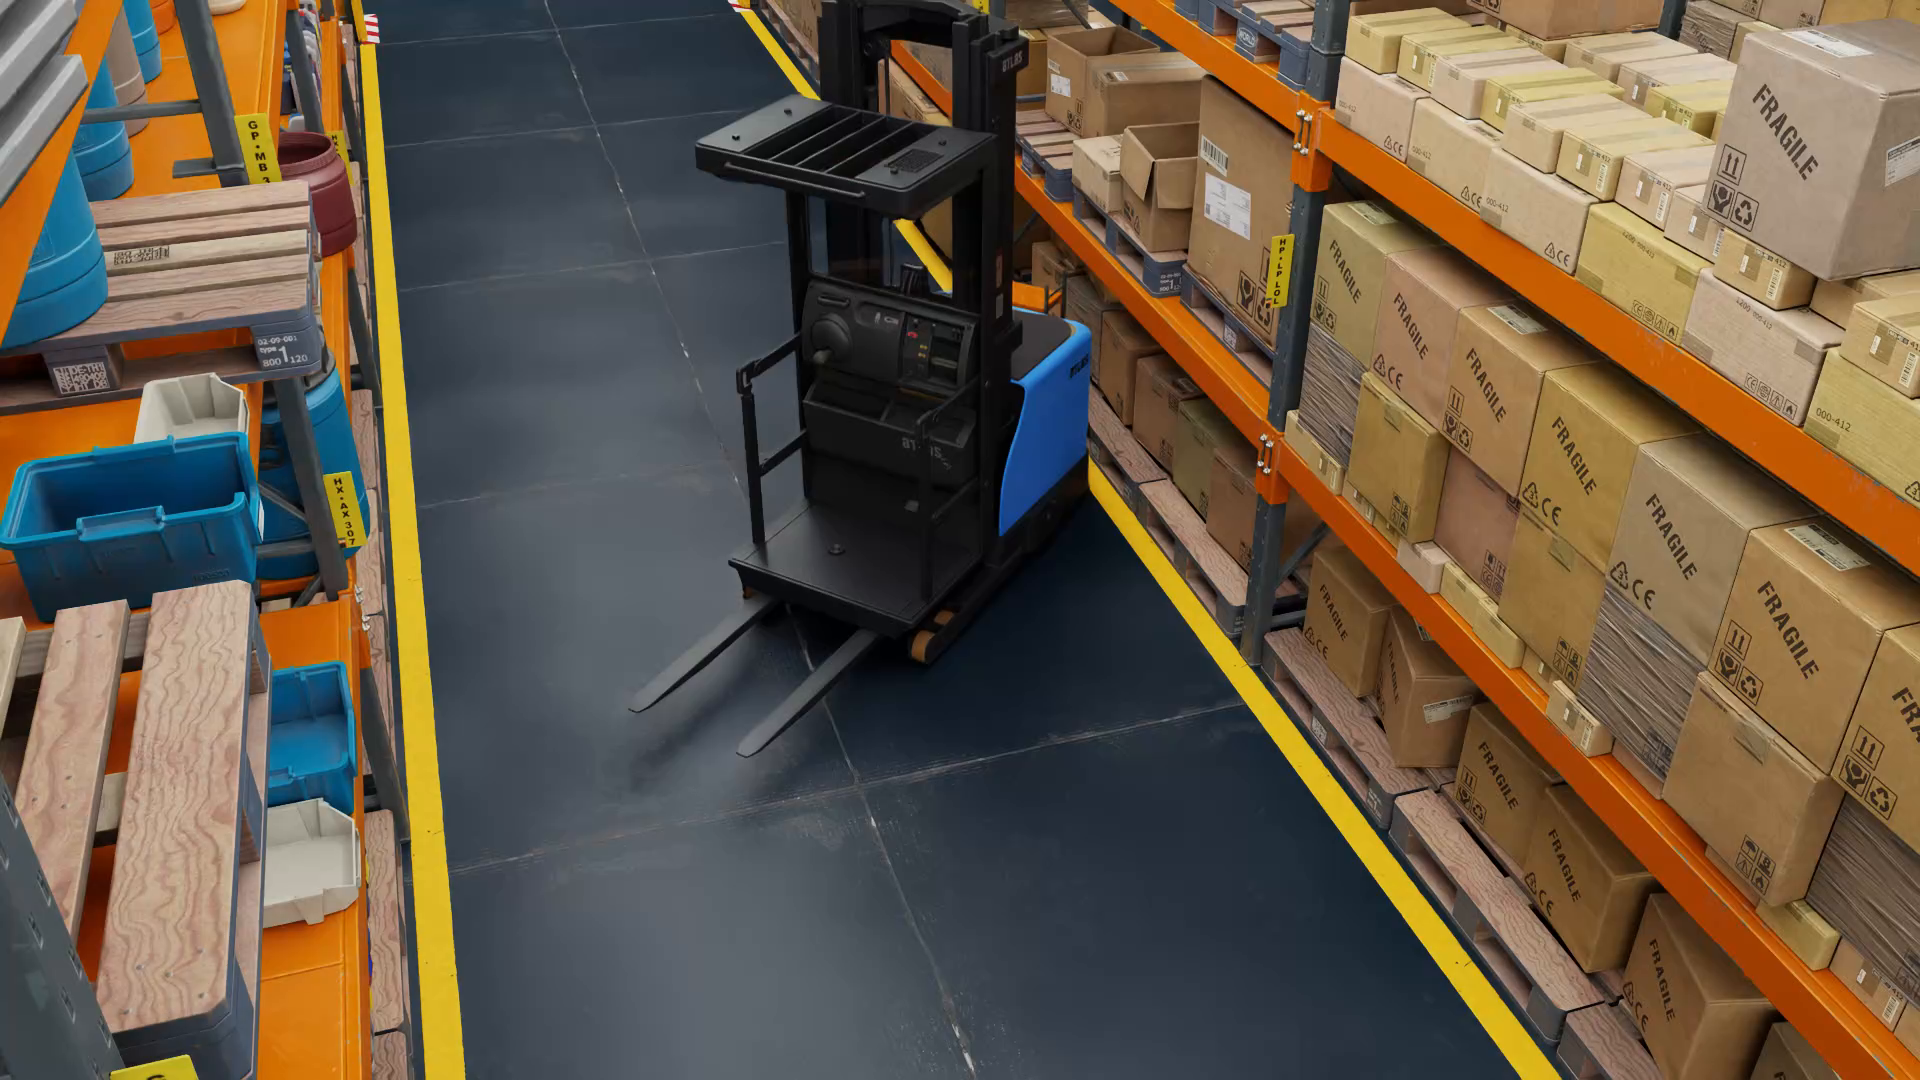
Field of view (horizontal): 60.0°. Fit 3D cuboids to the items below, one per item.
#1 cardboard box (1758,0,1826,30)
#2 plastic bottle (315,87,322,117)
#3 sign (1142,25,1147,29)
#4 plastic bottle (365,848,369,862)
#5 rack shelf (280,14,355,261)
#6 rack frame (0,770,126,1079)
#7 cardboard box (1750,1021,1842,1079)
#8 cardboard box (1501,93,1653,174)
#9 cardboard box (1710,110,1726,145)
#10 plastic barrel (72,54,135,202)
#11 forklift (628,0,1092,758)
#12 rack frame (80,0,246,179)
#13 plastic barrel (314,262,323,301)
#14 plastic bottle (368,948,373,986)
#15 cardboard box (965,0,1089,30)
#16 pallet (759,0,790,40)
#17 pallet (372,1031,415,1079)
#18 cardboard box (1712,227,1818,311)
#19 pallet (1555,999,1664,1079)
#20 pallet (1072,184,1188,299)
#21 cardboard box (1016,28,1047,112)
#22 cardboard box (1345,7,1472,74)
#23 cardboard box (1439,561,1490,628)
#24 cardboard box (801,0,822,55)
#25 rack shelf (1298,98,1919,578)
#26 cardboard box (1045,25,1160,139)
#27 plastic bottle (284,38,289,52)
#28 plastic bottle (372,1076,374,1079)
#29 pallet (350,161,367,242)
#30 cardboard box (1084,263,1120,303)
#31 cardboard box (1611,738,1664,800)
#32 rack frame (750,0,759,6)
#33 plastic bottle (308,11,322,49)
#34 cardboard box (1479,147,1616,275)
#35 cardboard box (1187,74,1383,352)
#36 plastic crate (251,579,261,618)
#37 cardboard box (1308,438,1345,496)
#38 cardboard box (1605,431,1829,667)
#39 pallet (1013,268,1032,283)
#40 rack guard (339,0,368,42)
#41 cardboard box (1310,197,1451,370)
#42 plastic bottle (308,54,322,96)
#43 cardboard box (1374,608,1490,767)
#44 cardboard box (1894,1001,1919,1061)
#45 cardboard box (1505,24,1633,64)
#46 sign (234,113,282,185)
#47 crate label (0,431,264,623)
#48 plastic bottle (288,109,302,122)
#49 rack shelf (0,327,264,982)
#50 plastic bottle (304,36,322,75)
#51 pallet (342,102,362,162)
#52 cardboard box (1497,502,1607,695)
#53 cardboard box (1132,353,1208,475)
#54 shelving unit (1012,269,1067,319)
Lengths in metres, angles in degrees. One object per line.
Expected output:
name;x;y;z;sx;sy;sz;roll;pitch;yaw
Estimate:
cardboard box;5.691;-3.579;10.768;0.700;0.500;0.500;-10;35;-15
plastic bottle;-4.196;-2.857;10.777;0.061;0.283;0.133;-10;35;-15
sign;1.168;-3.388;10.498;0.100;0.325;0.005;-10;35;-15
plastic bottle;-2.435;1.213;6.652;0.097;0.201;0.097;0;33;0
rack shelf;-4.673;-2.759;11.177;1.077;0.370;4.000;-10;35;-15
rack frame;-1.620;-0.313;1.380;0.949;2.616;0.053;-10;35;-15
cardboard box;2.920;1.895;5.367;0.500;0.500;0.500;-4;34;-6
cardboard box;2.002;-1.324;5.407;0.380;0.149;0.250;-11;35;-16
cardboard box;2.655;-1.284;5.346;0.380;0.149;0.250;-8;34;-12
plastic barrel;-3.205;-1.600;5.595;0.600;0.901;0.708;-10;35;-15
forklift;-0.456;-0.906;7.781;1.130;2.935;3.031;18;37;25
rack frame;-2.843;-2.412;4.557;1.000;3.000;0.127;-10;35;-15
plastic barrel;-3.417;-1.331;8.261;0.421;0.512;0.421;0;33;0
plastic bottle;-2.224;1.509;6.129;0.061;0.283;0.133;-8;34;-12
cardboard box;0.446;-3.689;10.931;0.797;0.503;0.637;-9;34;-13
pallet;-1.468;-5.472;17.160;1.003;0.211;1.213;-10;35;-15
pallet;-2.302;2.256;5.465;1.003;0.211;1.213;-10;35;-15
cardboard box;2.322;-0.775;4.575;0.380;0.149;0.250;-12;35;-17
pallet;2.857;2.049;5.777;1.003;0.211;1.213;-10;35;-15
pallet;1.297;-1.730;9.140;1.003;0.211;1.213;-10;35;-15
cardboard box;0.267;-3.101;10.951;0.500;0.500;0.500;-9;35;-13
cardboard box;1.680;-1.875;6.239;0.380;0.149;0.250;-11;35;-16
cardboard box;2.058;0.178;6.307;0.380;0.149;0.250;-10;35;-15
cardboard box;-0.966;-5.064;15.558;0.875;0.875;0.875;-10;35;-15
rack shelf;2.484;-0.643;5.254;1.077;0.370;4.000;-10;35;-15
cardboard box;0.857;-2.782;10.088;0.500;0.500;0.500;-14;36;-21
plastic bottle;-4.662;-3.345;11.528;0.097;0.271;0.097;0;33;0
plastic bottle;-2.076;1.802;5.697;0.097;0.271;0.097;0;33;0
pallet;-5.087;-2.534;12.713;1.003;0.211;1.213;-10;35;-15
cardboard box;1.058;-1.672;10.067;0.500;0.250;0.500;-6;34;-9
cardboard box;2.414;0.694;5.526;0.380;0.149;0.250;-10;35;-15
rack frame;-1.786;-7.042;17.006;1.000;3.000;0.127;-10;35;-15
plastic bottle;-4.744;-3.713;12.081;0.152;0.276;0.135;-10;35;-15
cardboard box;2.075;-1.112;5.447;0.500;0.250;0.500;-11;35;-17
cardboard box;1.765;-1.608;7.857;1.000;1.000;1.000;-10;35;-14
plastic crate;-2.804;0.413;5.780;0.767;0.338;0.504;-10;35;-15
cardboard box;1.717;-0.340;7.092;0.380;0.149;0.250;-10;35;-15
cardboard box;2.383;0.003;5.076;0.500;0.500;0.500;-10;35;-15
pallet;0.485;-2.105;12.064;1.003;0.211;1.213;-10;35;-15
rack guard;-6.523;-5.177;16.451;1.175;0.500;0.348;-10;35;-15
cardboard box;1.769;-1.046;6.664;0.500;0.500;0.500;-10;35;-15
plastic bottle;-4.364;-3.145;11.214;0.061;0.283;0.133;-10;35;-15
cardboard box;2.140;0.642;7.264;0.500;0.500;0.500;0;33;1
cardboard box;2.811;1.348;4.537;0.380;0.149;0.250;-10;35;-15
cardboard box;2.243;-1.820;6.156;0.380;0.149;0.250;-10;35;-14
sign;-2.316;-1.251;5.513;0.100;0.325;0.005;-10;35;-15
crate label;-1.879;-0.037;3.818;0.502;0.251;0.408;-10;35;-15
plastic bottle;-4.096;-2.535;10.302;0.097;0.271;0.097;0;33;0
rack shelf;-2.233;0.190;3.993;1.077;0.370;4.000;-10;35;-15
plastic bottle;-4.549;-3.378;11.573;0.152;0.276;0.135;-10;35;-15
pallet;-5.544;-3.326;13.911;1.003;0.211;1.213;-10;35;-15
cardboard box;2.433;0.122;5.803;0.875;0.500;0.500;-10;35;-15
cardboard box;1.409;-0.756;9.361;0.700;0.500;0.500;-13;36;-19
shelving unit;0.311;-0.995;9.487;0.503;1.200;0.258;17;37;24
